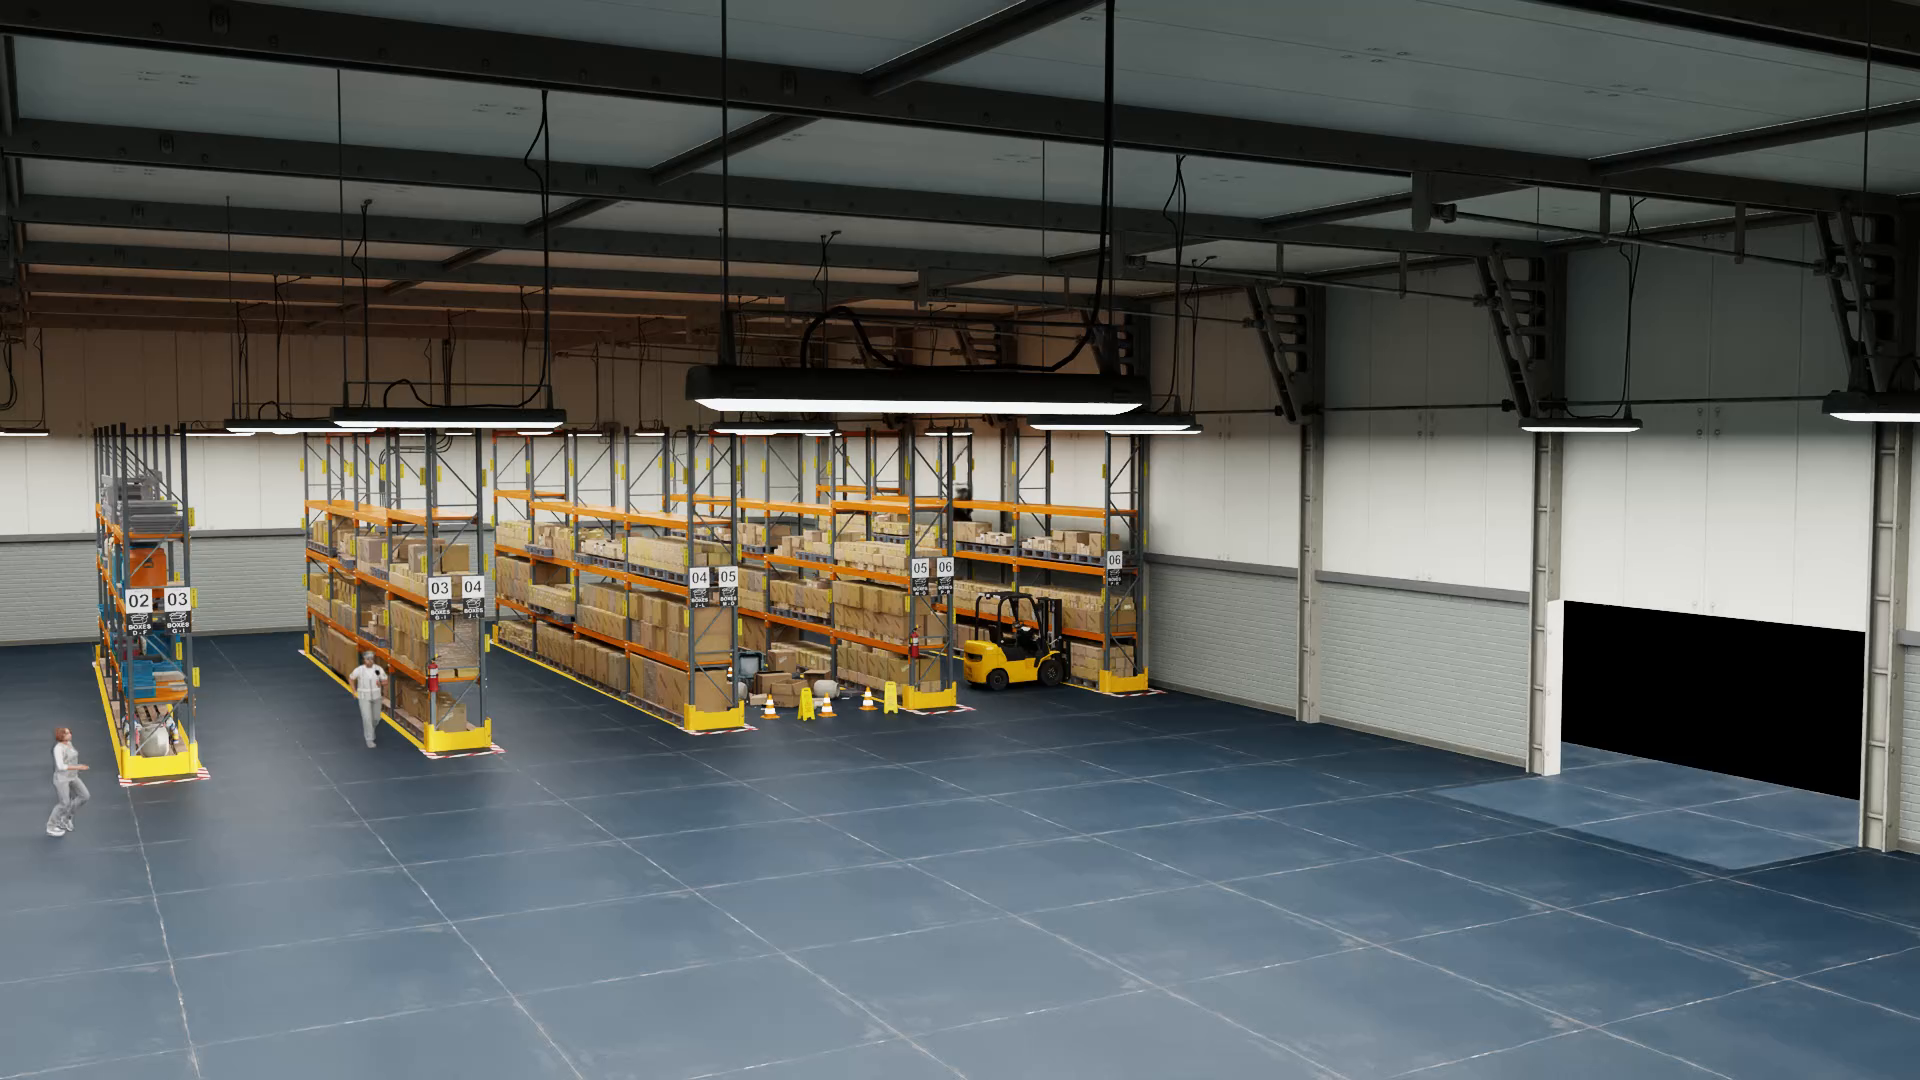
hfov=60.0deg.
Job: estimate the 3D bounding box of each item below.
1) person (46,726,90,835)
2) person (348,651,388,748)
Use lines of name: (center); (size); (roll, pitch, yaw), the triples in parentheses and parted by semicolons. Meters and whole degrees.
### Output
person: (-12.882, 3.468, 24.040); (0.634, 1.570, 0.518); (0, 3, 1)
person: (-11.014, 2.934, 31.026); (0.671, 1.756, 0.989); (-2, 4, -32)
